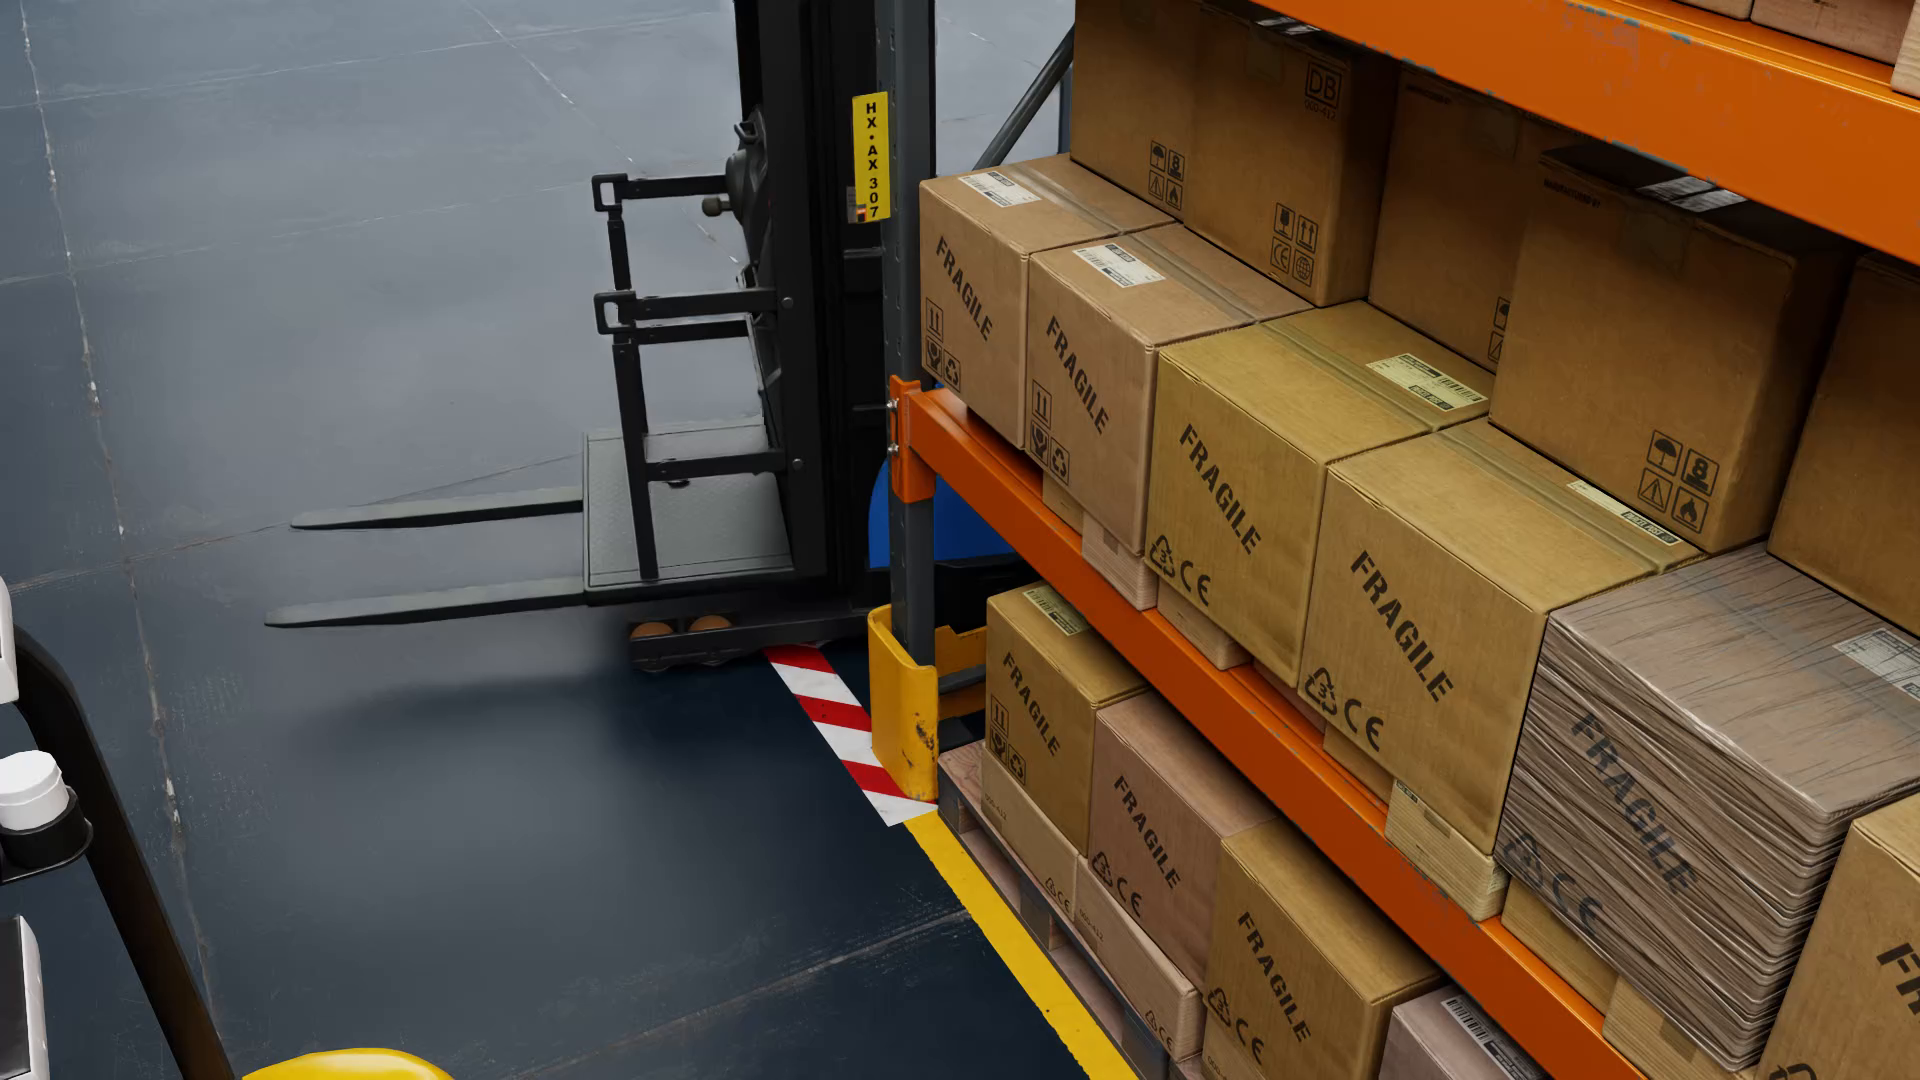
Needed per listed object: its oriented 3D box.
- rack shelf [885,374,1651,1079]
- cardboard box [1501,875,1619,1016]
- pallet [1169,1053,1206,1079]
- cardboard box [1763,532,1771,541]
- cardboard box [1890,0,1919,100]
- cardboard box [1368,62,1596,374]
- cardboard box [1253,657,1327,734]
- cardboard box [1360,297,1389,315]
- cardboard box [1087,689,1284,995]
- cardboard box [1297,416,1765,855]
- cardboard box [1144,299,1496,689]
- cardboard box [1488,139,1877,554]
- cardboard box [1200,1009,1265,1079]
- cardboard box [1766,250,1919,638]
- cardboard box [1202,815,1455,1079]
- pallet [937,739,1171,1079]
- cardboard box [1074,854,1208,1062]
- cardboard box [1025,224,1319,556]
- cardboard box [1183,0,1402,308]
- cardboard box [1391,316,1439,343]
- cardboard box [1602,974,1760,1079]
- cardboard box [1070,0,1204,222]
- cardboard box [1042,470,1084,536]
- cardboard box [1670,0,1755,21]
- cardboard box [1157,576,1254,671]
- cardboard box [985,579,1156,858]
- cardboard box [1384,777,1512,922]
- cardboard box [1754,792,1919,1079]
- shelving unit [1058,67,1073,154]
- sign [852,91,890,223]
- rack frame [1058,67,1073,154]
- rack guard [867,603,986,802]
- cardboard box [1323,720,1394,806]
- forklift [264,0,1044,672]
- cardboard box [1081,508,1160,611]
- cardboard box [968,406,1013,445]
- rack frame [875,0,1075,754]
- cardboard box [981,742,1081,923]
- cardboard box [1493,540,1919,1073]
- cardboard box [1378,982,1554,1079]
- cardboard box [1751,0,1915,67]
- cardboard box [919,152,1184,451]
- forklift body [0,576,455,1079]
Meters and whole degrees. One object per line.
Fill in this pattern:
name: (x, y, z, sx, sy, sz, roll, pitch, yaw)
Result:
rack shelf: (1.195, 0.531, 3.307, 1.077, 0.370, 4.000, -16, 36, -23)
cardboard box: (1.139, 0.598, 2.768, 0.380, 0.149, 0.250, -17, 36, -24)
pallet: (1.211, 1.463, 3.771, 1.003, 0.211, 1.213, -16, 36, -23)
cardboard box: (1.439, 0.023, 3.065, 0.500, 0.500, 0.500, -15, 36, -23)
cardboard box: (1.244, -0.543, 1.769, 0.380, 0.149, 0.250, -15, 36, -22)
cardboard box: (1.252, -0.664, 3.211, 0.700, 0.500, 0.500, -16, 36, -24)
cardboard box: (0.825, 0.217, 3.364, 0.380, 0.149, 0.250, -15, 35, -22)
cardboard box: (0.989, -0.463, 3.824, 0.500, 0.500, 0.500, -16, 36, -23)
cardboard box: (0.653, 0.653, 3.914, 0.500, 0.500, 0.500, -17, 36, -25)
cardboard box: (0.966, 0.132, 2.894, 0.500, 0.500, 0.500, -17, 36, -24)
cardboard box: (0.721, -0.108, 3.270, 0.500, 0.500, 0.500, -17, 36, -24)
cardboard box: (1.362, -0.391, 2.785, 0.700, 0.500, 0.500, -16, 36, -23)
cardboard box: (0.891, 1.212, 3.737, 0.500, 0.250, 0.500, -13, 35, -20)
cardboard box: (1.685, -0.166, 2.433, 0.700, 0.500, 0.500, -17, 36, -24)
cardboard box: (0.880, 0.895, 3.537, 0.500, 0.500, 0.500, -15, 36, -22)
pallet: (0.646, 0.881, 4.679, 1.003, 0.211, 1.213, -16, 36, -23)
cardboard box: (0.626, 0.955, 4.138, 0.500, 0.250, 0.500, -15, 35, -21)
cardboard box: (0.483, -0.351, 3.649, 0.500, 0.500, 0.500, -15, 35, -22)
cardboard box: (0.923, -0.882, 3.551, 0.700, 0.500, 0.500, -16, 36, -23)
cardboard box: (1.219, -0.224, 3.450, 0.500, 0.500, 0.500, -16, 36, -23)
cardboard box: (1.232, 0.728, 2.566, 0.380, 0.149, 0.250, -16, 36, -24)
cardboard box: (0.694, -1.125, 3.931, 0.700, 0.500, 0.500, -17, 36, -24)
cardboard box: (0.420, -0.142, 3.924, 0.380, 0.149, 0.250, -17, 36, -25)
cardboard box: (1.074, -0.810, 2.186, 0.380, 0.149, 0.250, -16, 36, -24)
cardboard box: (0.648, 0.106, 3.537, 0.380, 0.149, 0.250, -15, 36, -22)
cardboard box: (0.406, 0.405, 4.302, 0.500, 0.500, 0.500, -17, 36, -25)
cardboard box: (0.987, 0.485, 2.946, 0.380, 0.149, 0.250, -16, 36, -23)
cardboard box: (1.455, 0.622, 2.130, 0.500, 0.500, 0.500, -15, 35, -22)
shelving unit: (0.824, -0.937, 6.323, 0.538, 1.500, 1.048, -14, 35, -21)
sign: (-0.217, -0.954, 4.156, 0.100, 0.325, 0.005, -16, 36, -23)
rack frame: (0.609, -1.186, 6.711, 0.500, 1.500, 0.032, -14, 35, -21)
rack guard: (0.298, 0.363, 5.220, 1.175, 0.500, 0.348, -16, 36, -23)
cardboard box: (0.921, 0.350, 3.156, 0.380, 0.149, 0.250, -17, 36, -24)
forklift: (-0.841, -1.102, 5.254, 3.031, 2.935, 1.130, -6, 33, -9)
cardboard box: (0.498, -0.009, 3.717, 0.380, 0.149, 0.250, -15, 36, -22)
cardboard box: (0.238, -0.406, 4.336, 0.380, 0.149, 0.250, -16, 36, -23)
rack frame: (0.263, -0.726, 4.602, 1.000, 3.000, 0.127, -16, 36, -23)
cardboard box: (0.394, 0.710, 4.521, 0.500, 0.250, 0.500, -16, 36, -23)
cardboard box: (1.209, 0.376, 2.514, 0.500, 0.500, 0.500, -15, 36, -22)
cardboard box: (1.137, 1.148, 3.142, 0.500, 0.500, 0.500, -14, 35, -21)
cardboard box: (1.197, -0.688, 1.995, 0.380, 0.149, 0.250, -15, 36, -22)
cardboard box: (0.238, -0.597, 4.034, 0.500, 0.500, 0.500, -16, 36, -24)
forklift body: (-1.629, 1.328, 2.184, 2.313, 2.155, 1.214, -16, 36, -23)
